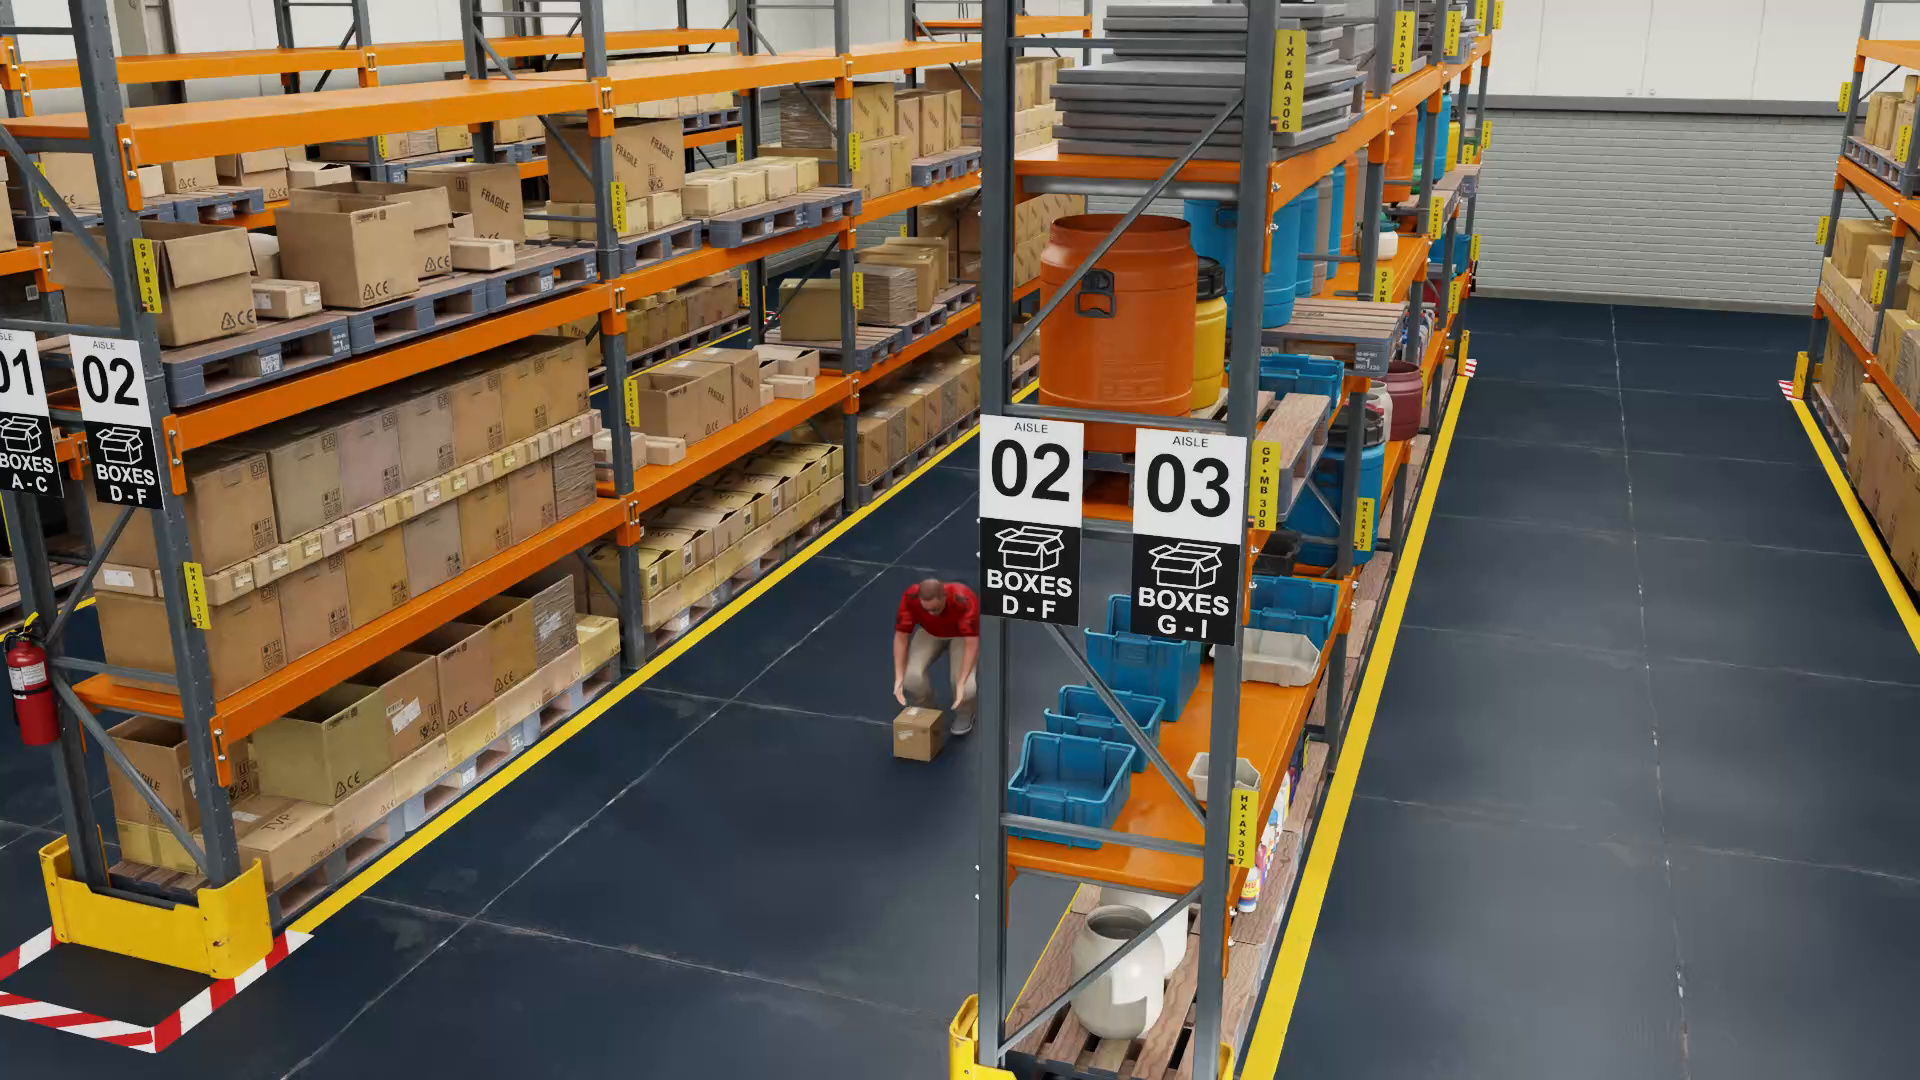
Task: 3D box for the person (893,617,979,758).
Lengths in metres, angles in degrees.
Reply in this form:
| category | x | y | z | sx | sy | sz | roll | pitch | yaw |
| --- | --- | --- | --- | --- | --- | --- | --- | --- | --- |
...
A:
| category | x | y | z | sx | sy | sz | roll | pitch | yaw |
| --- | --- | --- | --- | --- | --- | --- | --- | --- | --- |
| person | -0.154 | 0.929 | 10.877 | 0.521 | 0.777 | 0.939 | 6 | 19 | 17 |
